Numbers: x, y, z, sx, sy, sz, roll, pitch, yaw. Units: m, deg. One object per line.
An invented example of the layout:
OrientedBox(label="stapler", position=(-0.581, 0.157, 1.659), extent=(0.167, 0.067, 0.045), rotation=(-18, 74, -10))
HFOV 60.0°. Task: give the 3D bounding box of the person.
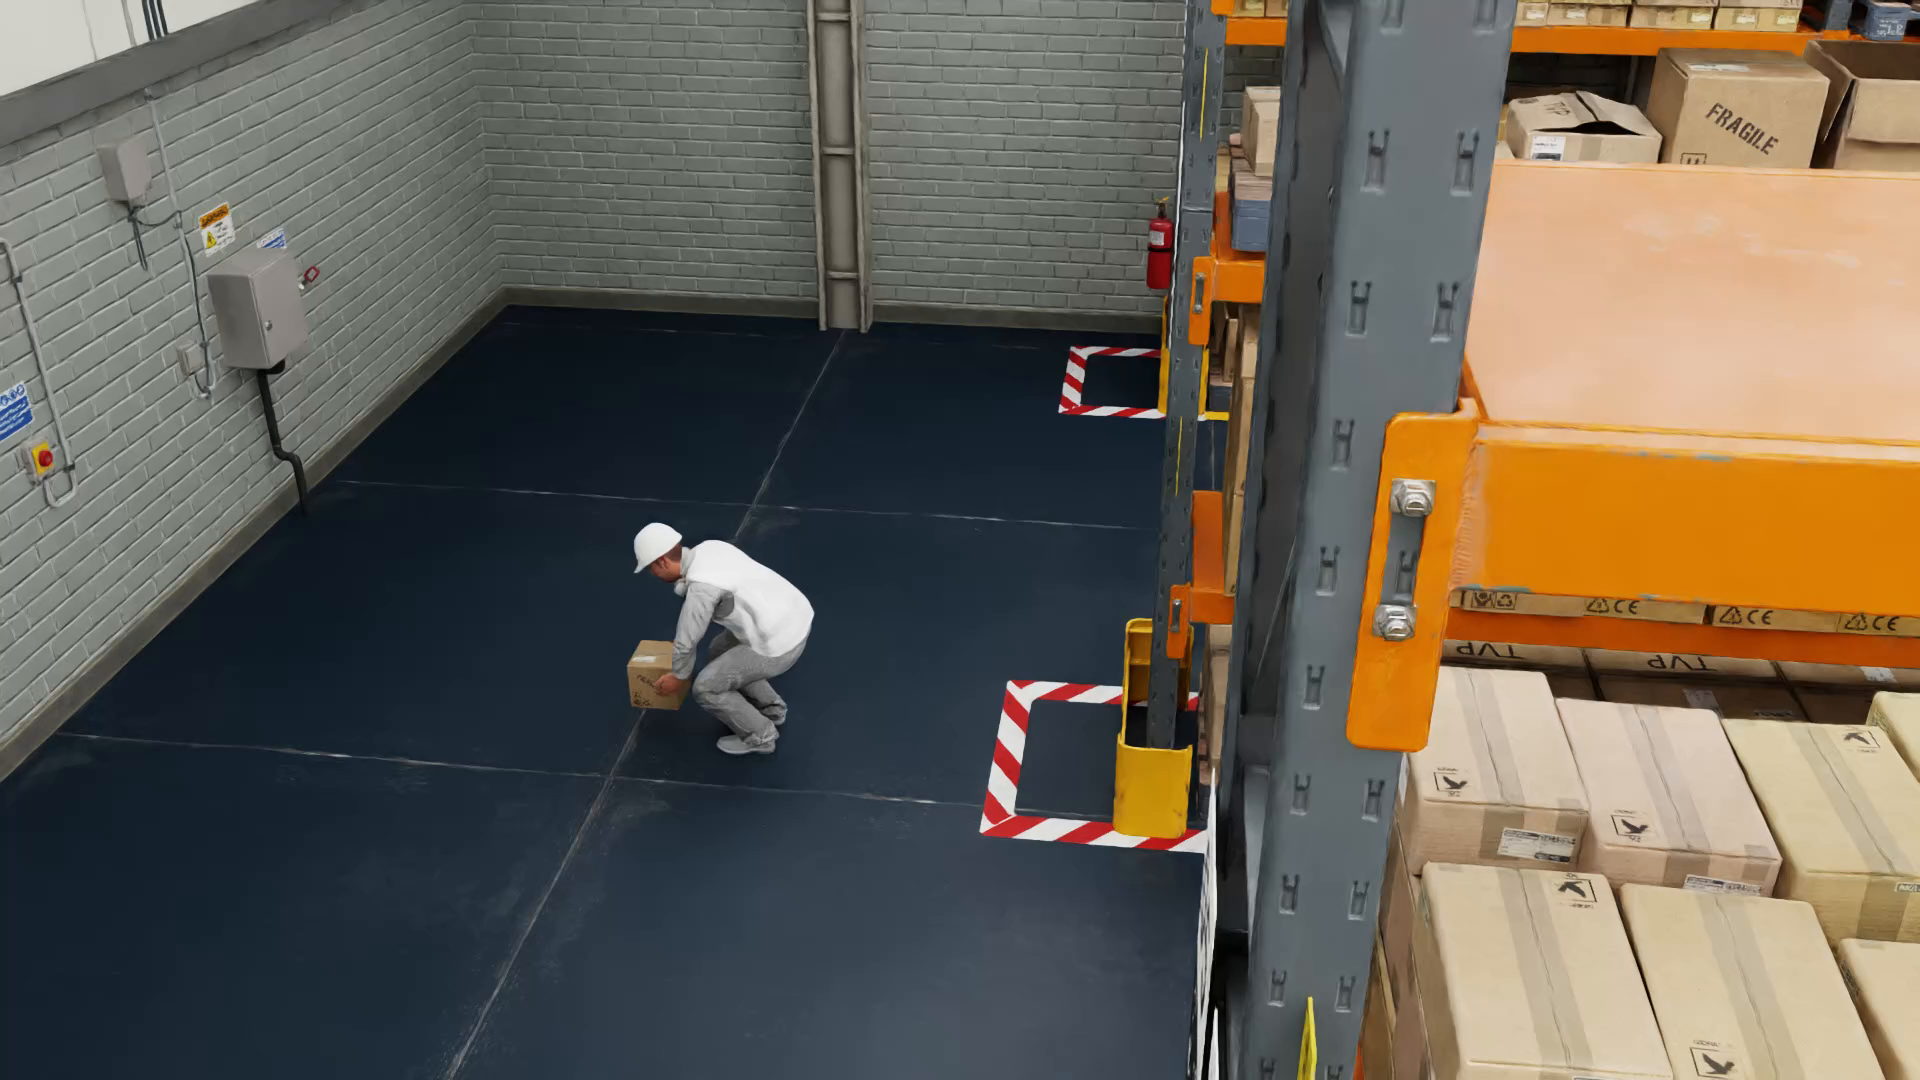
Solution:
OrientedBox(label="person", position=(-1.164, 0.480, 8.286), extent=(0.844, 1.222, 0.575), rotation=(3, 28, 6))
